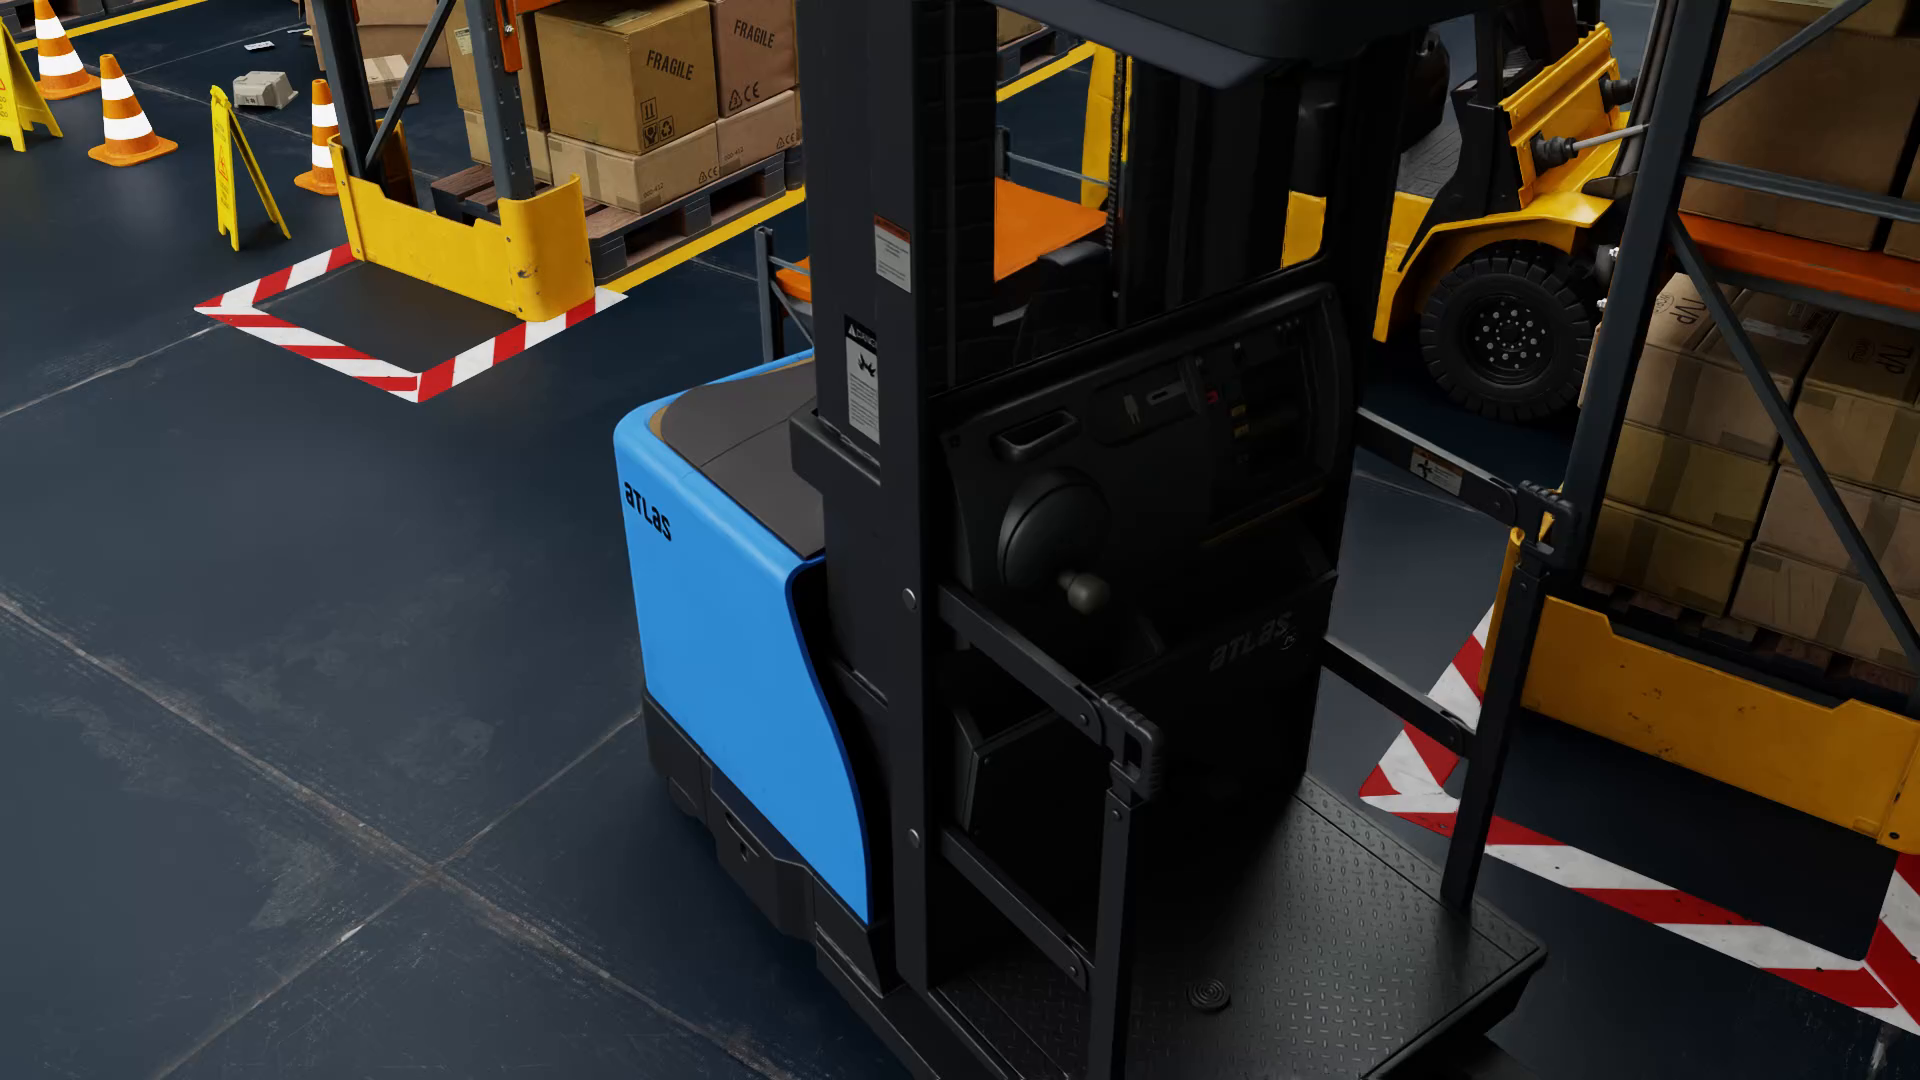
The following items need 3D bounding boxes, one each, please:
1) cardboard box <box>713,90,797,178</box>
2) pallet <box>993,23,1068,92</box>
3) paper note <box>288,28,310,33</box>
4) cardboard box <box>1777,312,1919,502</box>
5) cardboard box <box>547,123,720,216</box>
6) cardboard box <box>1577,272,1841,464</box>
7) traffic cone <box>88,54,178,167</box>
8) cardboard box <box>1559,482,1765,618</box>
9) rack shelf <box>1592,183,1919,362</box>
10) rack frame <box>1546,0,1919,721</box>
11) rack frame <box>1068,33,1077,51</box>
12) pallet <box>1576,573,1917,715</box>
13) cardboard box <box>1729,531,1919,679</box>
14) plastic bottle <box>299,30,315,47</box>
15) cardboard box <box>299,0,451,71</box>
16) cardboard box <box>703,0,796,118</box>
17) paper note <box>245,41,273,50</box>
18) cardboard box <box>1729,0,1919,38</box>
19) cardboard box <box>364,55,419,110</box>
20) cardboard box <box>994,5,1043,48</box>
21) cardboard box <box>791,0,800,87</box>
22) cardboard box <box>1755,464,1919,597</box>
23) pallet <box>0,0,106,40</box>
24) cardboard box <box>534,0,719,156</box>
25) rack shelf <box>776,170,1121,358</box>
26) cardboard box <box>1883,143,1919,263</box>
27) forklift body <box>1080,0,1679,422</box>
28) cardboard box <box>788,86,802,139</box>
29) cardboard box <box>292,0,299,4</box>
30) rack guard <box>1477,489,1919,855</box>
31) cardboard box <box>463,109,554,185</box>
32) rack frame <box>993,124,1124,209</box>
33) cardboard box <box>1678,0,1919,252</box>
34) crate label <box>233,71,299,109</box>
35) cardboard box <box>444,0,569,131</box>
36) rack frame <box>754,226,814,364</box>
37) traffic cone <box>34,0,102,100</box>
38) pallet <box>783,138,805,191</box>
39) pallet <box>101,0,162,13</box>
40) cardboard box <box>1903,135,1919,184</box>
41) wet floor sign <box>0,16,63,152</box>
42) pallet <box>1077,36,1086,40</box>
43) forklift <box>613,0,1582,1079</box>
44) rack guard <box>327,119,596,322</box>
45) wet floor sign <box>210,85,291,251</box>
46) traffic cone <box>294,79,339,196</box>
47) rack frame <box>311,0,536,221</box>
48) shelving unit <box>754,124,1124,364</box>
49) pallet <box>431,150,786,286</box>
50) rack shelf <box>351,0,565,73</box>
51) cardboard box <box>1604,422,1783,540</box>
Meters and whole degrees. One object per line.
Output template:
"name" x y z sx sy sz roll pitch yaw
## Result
"cardboard box" -1.082 -1.861 7.404 0.500 0.250 0.500 23 40 30
"pallet" -0.140 -2.676 9.019 1.003 0.211 1.213 21 39 28
"paper note" -3.810 -2.937 9.584 0.123 0.001 0.032 -15 37 -21
"cardboard box" 2.443 -0.337 4.257 0.500 0.250 0.500 21 39 28
"cardboard box" -1.380 -1.629 7.060 0.500 0.250 0.500 21 39 28
"cardboard box" 2.019 -0.488 4.480 0.500 0.250 0.500 23 40 30
"traffic cone" -3.987 -2.068 7.895 0.336 0.463 0.334 21 39 28
"cardboard box" 2.021 -0.079 4.769 0.500 0.250 0.500 22 40 28
"rack shelf" 3.153 -1.349 5.210 1.077 0.370 4.000 21 39 28
"rack frame" 2.013 -0.727 3.647 1.000 3.000 0.127 21 39 28
"rack frame" 0.214 -4.152 8.711 1.000 3.000 0.127 21 39 28
"pallet" 2.415 0.063 4.969 1.003 0.211 1.213 21 39 28
"cardboard box" 2.454 0.075 4.542 0.500 0.250 0.500 21 40 28
"plastic bottle" -3.616 -2.878 9.451 0.133 0.061 0.283 8 35 12
"cardboard box" -3.145 -2.894 9.080 0.797 0.503 0.637 -3 34 -4
"cardboard box" -1.072 -2.192 7.224 0.500 0.500 0.500 20 39 27
"paper note" -3.926 -2.775 9.327 0.142 0.017 0.144 -22 40 -29
"cardboard box" 1.981 -1.286 3.806 0.380 0.149 0.250 22 40 29
"cardboard box" -2.979 -2.378 8.633 0.250 0.149 0.380 -15 37 -21
"cardboard box" 0.098 -2.829 8.835 0.500 0.250 0.500 23 40 30
"cardboard box" -0.779 -2.421 7.562 0.500 0.500 0.500 22 40 29
"cardboard box" 2.452 -0.119 4.382 0.500 0.250 0.500 22 40 29
"pallet" -5.799 -3.083 9.621 1.003 0.211 1.213 21 39 28
"cardboard box" -1.367 -1.950 6.867 0.500 0.500 0.500 20 39 27
"rack shelf" -0.027 -0.747 4.829 0.538 0.278 1.000 25 41 32
"cardboard box" 2.524 -0.908 3.825 0.500 0.500 0.500 23 40 30
"forklift body" 1.596 -1.831 6.037 2.313 2.155 1.214 21 39 28
"cardboard box" -0.782 -2.116 7.781 0.500 0.250 0.500 24 41 31
"cardboard box" -3.952 -3.609 10.139 0.500 0.500 0.500 29 44 36
"rack guard" 1.999 0.320 4.331 1.175 0.500 0.348 21 39 28
"cardboard box" -1.813 -1.815 7.335 0.500 0.250 0.500 21 39 28
"rack frame" 0.301 -0.723 5.315 0.500 1.125 0.032 25 41 32
"cardboard box" 2.078 -1.079 4.078 0.500 0.500 0.500 20 39 27
"crate label" -3.590 -2.314 8.550 0.250 0.136 0.298 3 34 4
"cardboard box" -1.824 -2.108 7.100 0.500 0.500 0.500 22 40 28
"rack frame" -0.354 -0.287 4.670 0.500 1.125 0.032 25 41 32
"traffic cone" -4.722 -2.585 8.660 0.336 0.463 0.334 21 39 28
"pallet" -0.835 -2.112 8.185 1.003 0.211 1.213 21 39 28
"pallet" -5.103 -3.642 10.447 1.003 0.211 1.213 21 39 28
"cardboard box" 2.381 -1.315 4.427 0.500 0.500 0.500 23 40 30
"wet floor sign" -4.581 -2.224 7.963 0.267 0.644 0.232 14 37 20
"pallet" 0.657 -3.355 10.023 1.003 0.211 1.213 21 39 28
"forklift" 0.487 -0.116 2.805 1.130 2.935 3.031 -23 40 -30
"rack guard" -2.023 -1.310 6.741 1.175 0.500 0.348 21 39 28
"wet floor sign" -3.054 -1.590 7.025 0.232 0.644 0.267 -22 40 -29
"traffic cone" -2.881 -1.870 7.602 0.336 0.463 0.334 21 39 28
"rack frame" -2.067 -2.311 5.989 1.000 3.000 0.127 21 39 28
"shelving unit" -0.027 -0.505 4.993 0.538 1.125 1.048 25 41 32
"pallet" -1.531 -1.553 7.358 1.003 0.211 1.213 21 39 28
"rack shelf" -0.926 -2.933 7.552 1.077 0.370 4.000 21 39 28
"cardboard box" 2.034 -0.293 4.639 0.500 0.250 0.500 21 39 28
